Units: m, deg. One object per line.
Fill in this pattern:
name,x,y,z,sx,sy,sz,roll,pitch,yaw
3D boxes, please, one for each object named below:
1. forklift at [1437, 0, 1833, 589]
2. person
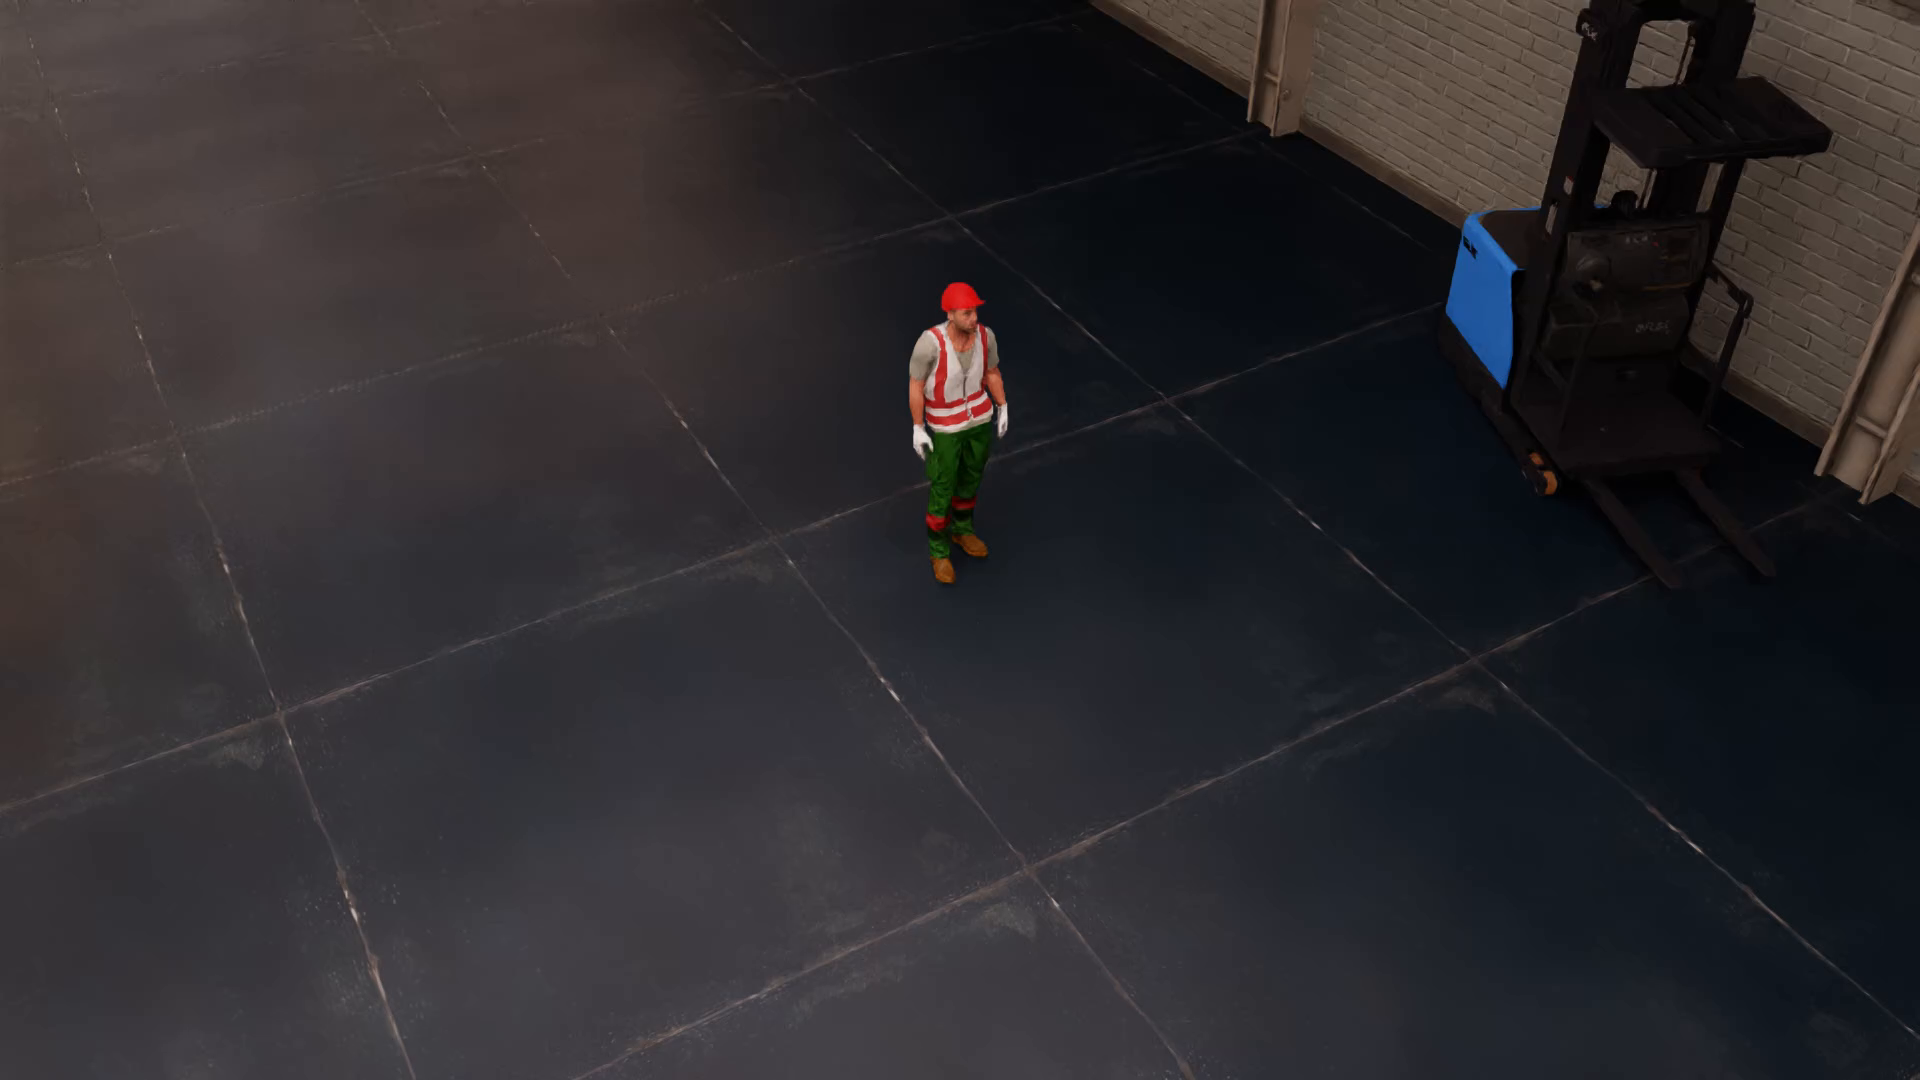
forklift,4.192,-1.664,10.042,1.130,2.935,3.031,-7,40,-8
person,0.031,-0.646,9.699,0.637,1.787,0.563,-20,44,-23
